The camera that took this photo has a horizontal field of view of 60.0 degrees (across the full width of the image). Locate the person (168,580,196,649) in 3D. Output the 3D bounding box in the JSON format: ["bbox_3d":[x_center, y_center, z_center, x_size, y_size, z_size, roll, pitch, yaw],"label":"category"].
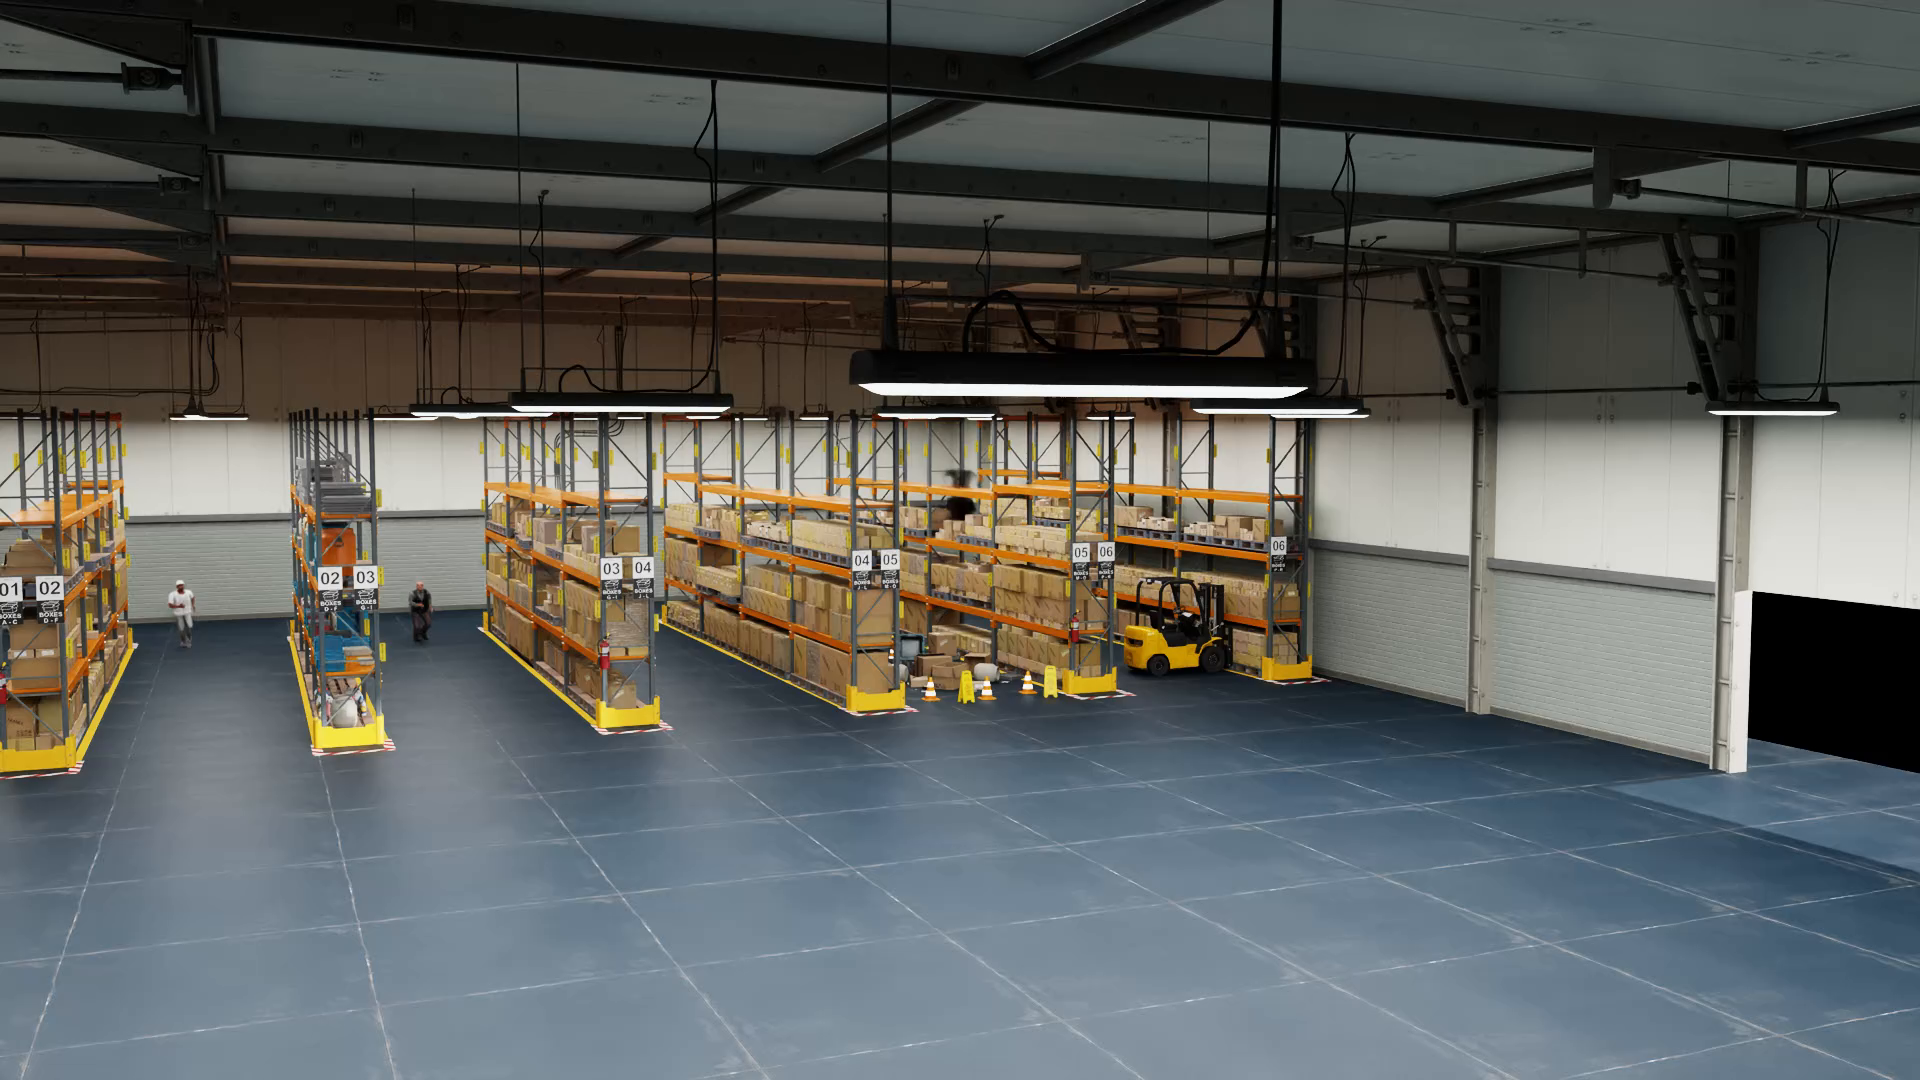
[{"bbox_3d":[-19.800,1.897,42.339,0.637,1.777,0.681,-2,5,-30],"label":"person"}]

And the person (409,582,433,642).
[{"bbox_3d":[-14.084,1.878,43.415,0.658,1.611,0.839,-3,5,-34],"label":"person"}]

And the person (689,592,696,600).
[{"bbox_3d":[-7.912,1.385,49.746,0.660,1.734,0.797,3,5,38],"label":"person"}]
